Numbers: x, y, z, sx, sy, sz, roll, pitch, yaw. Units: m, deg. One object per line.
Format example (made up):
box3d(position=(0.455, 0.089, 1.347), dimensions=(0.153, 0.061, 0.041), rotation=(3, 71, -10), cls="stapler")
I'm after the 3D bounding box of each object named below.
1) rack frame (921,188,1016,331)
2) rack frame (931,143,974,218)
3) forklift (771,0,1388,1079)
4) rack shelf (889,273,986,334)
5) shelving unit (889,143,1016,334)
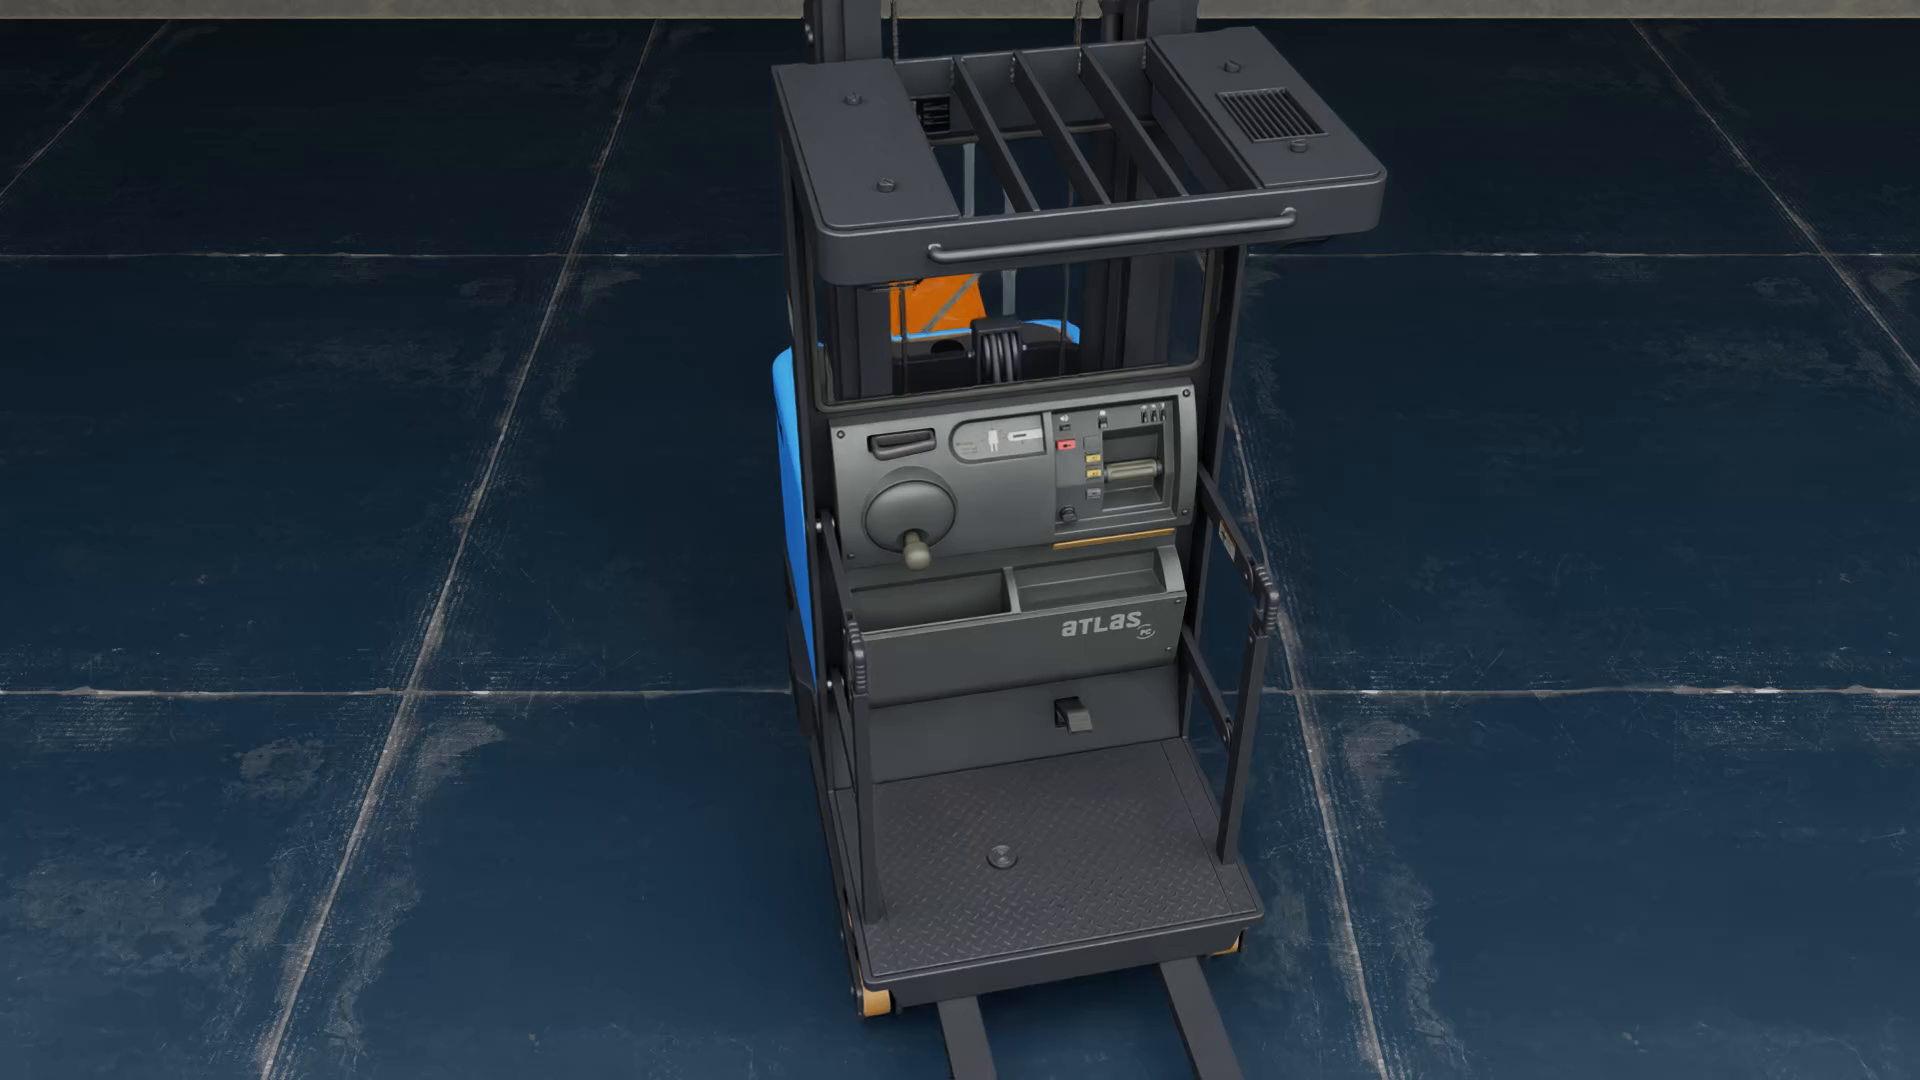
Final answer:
box3d(position=(-0.069, -0.504, 5.680), dimensions=(0.500, 1.500, 0.032), rotation=(-5, 39, -6), cls="rack frame")
box3d(position=(-0.197, -1.135, 6.467), dimensions=(0.500, 1.500, 0.032), rotation=(-5, 39, -6), cls="rack frame")
box3d(position=(0.191, -0.087, 4.015), dimensions=(1.130, 2.935, 3.031), rotation=(-7, 39, -9), cls="forklift")
box3d(position=(-0.133, -0.679, 6.186), dimensions=(0.538, 0.185, 1.000), rotation=(-5, 39, -6), cls="rack shelf")
box3d(position=(-0.132, -0.814, 6.066), dimensions=(0.587, 1.500, 1.083), rotation=(-5, 39, -6), cls="shelving unit")
